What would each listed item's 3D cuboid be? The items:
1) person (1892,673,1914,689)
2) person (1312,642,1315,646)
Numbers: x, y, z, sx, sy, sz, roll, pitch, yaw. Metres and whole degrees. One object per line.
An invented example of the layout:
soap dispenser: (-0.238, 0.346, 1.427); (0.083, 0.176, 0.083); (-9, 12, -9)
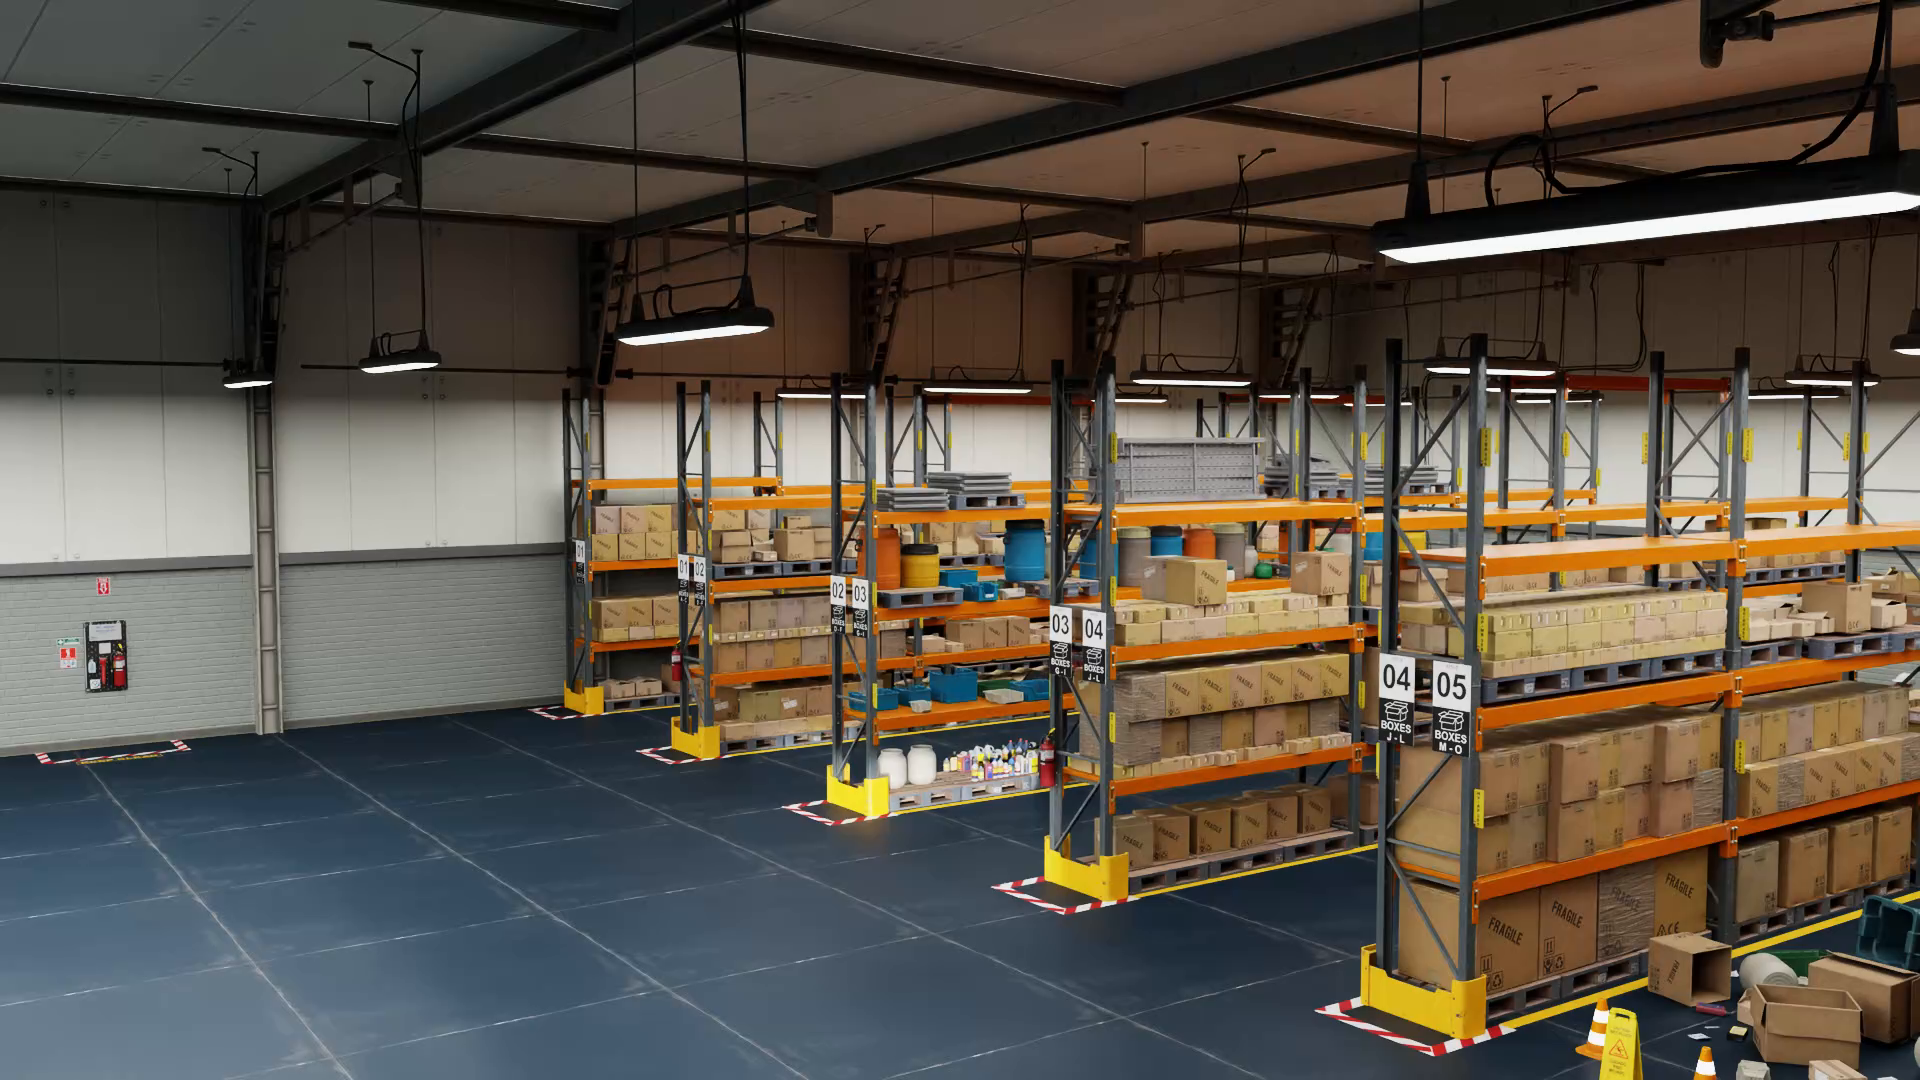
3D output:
person: (13.349, 2.768, 23.633); (0.451, 1.768, 0.594); (3, 5, 43)
person: (7.960, 1.836, 38.139); (0.659, 1.740, 0.928); (1, 4, 9)
